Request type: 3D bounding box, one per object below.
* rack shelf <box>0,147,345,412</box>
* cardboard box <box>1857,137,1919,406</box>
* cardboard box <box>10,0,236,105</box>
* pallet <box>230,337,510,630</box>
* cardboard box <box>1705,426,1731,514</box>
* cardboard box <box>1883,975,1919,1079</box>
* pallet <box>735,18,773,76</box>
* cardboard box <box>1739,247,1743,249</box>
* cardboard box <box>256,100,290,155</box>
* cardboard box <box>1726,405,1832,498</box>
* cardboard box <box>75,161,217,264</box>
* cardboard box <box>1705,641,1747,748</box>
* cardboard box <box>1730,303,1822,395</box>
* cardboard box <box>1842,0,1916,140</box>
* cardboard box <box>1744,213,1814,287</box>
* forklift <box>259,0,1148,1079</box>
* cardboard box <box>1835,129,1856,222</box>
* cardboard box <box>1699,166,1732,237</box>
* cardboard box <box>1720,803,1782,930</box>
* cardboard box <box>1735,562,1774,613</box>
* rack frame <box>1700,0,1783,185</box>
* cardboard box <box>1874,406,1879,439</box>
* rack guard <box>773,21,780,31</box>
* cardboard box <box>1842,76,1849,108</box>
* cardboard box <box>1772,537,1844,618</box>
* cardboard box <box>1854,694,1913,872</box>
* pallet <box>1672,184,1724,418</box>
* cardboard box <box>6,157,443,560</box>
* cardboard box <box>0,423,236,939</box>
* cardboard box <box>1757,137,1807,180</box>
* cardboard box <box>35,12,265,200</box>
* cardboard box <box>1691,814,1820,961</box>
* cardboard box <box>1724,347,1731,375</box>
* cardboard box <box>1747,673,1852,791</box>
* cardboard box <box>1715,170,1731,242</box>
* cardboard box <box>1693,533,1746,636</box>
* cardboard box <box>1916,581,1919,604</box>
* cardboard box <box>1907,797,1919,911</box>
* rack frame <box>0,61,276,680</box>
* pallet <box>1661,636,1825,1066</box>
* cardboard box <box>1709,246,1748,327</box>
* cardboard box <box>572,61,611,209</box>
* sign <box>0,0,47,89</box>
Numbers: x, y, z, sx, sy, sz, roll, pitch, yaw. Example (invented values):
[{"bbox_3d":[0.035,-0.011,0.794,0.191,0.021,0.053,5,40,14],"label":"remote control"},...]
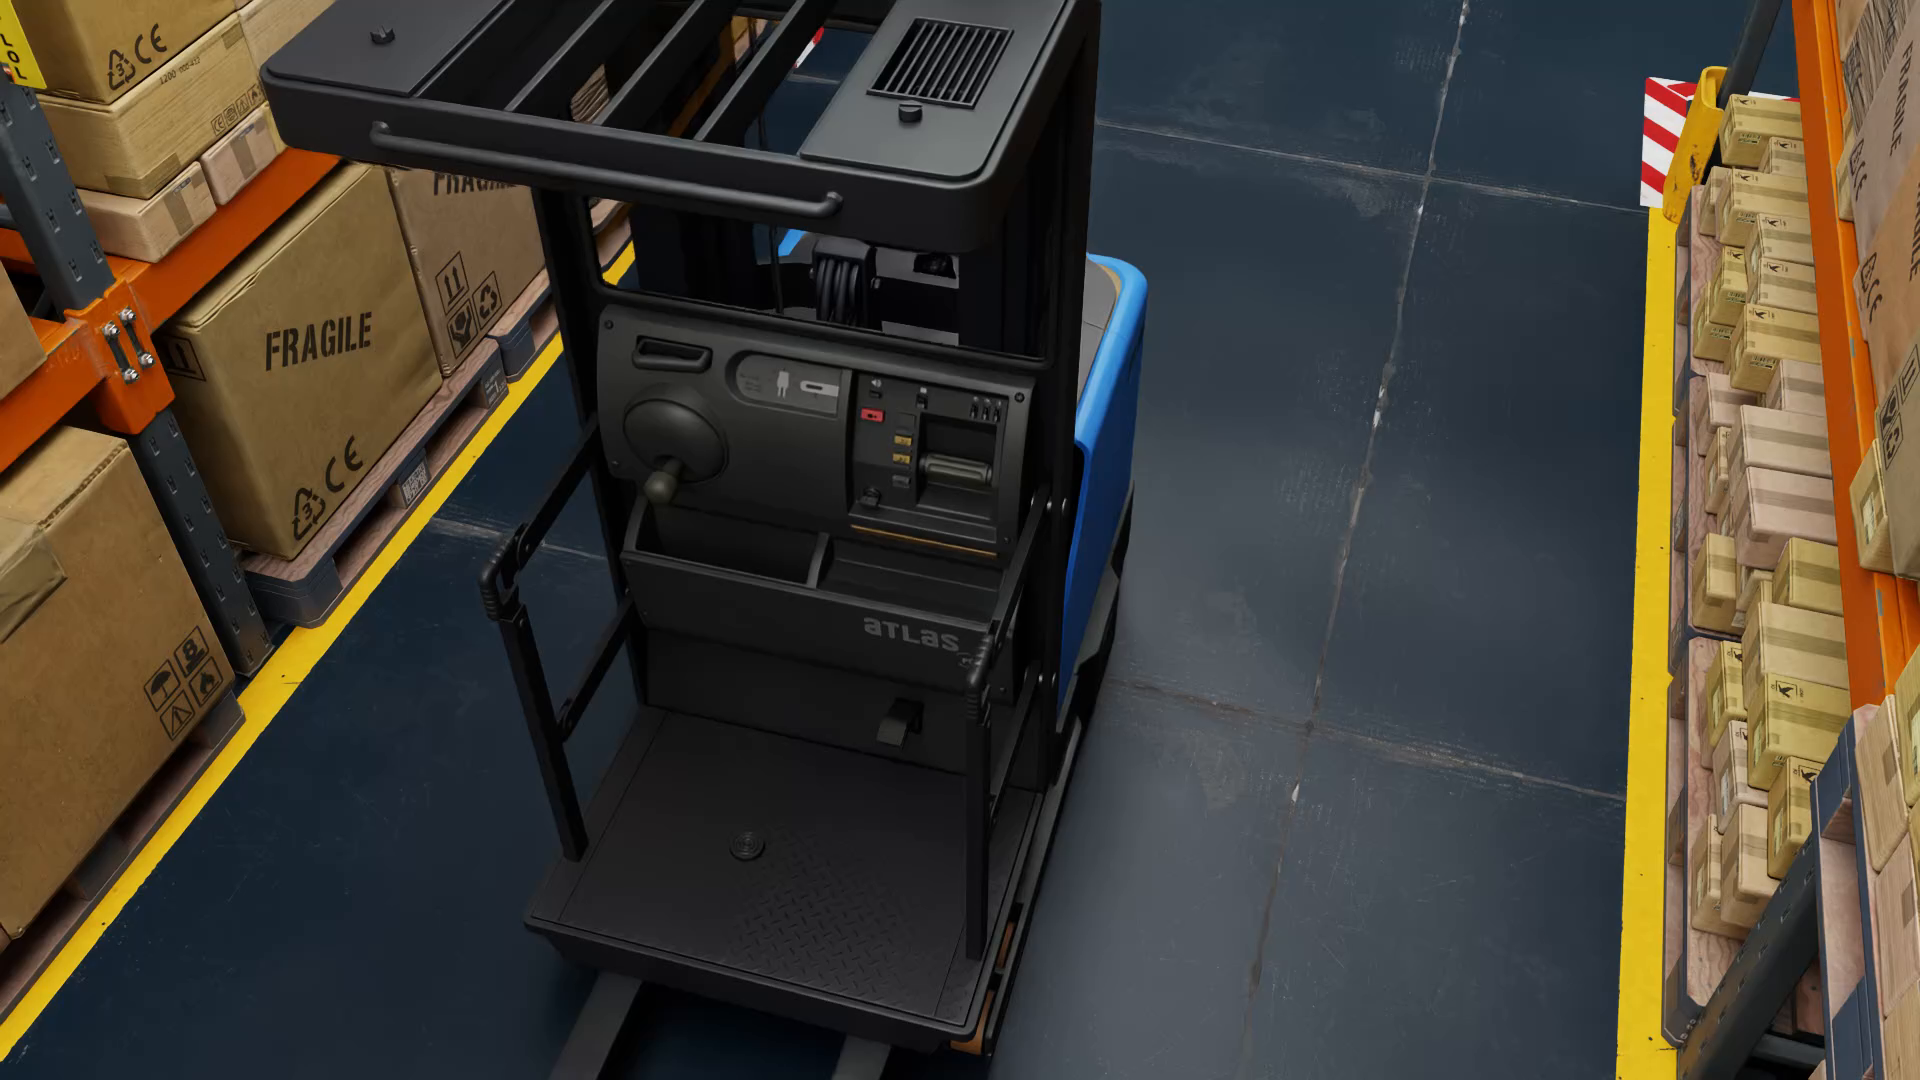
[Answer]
[{"bbox_3d":[-1.912,-1.889,5.550,1.077,0.370,4.000,13,46,13],"label":"rack shelf"},{"bbox_3d":[2.214,-0.565,3.399,0.500,0.500,0.500,11,46,11],"label":"cardboard box"},{"bbox_3d":[-2.129,-1.399,3.893,0.500,0.500,0.500,13,46,13],"label":"cardboard box"},{"bbox_3d":[-2.213,-0.307,5.412,1.003,0.211,1.213,13,46,13],"label":"pallet"},{"bbox_3d":[2.471,-0.177,5.024,0.380,0.149,0.250,13,46,13],"label":"cardboard box"},{"bbox_3d":[1.463,0.762,2.206,0.380,0.149,0.250,13,46,13],"label":"cardboard box"},{"bbox_3d":[-1.474,-1.933,7.074,1.003,0.211,1.213,13,46,13],"label":"pallet"},{"bbox_3d":[2.856,-0.852,5.714,0.380,0.149,0.250,13,46,13],"label":"cardboard box"},{"bbox_3d":[-1.953,-1.201,4.512,0.380,0.149,0.250,14,46,14],"label":"cardboard box"},{"bbox_3d":[2.363,-0.216,4.639,0.380,0.149,0.250,11,45,11],"label":"cardboard box"},{"bbox_3d":[-2.111,-0.850,4.153,0.380,0.149,0.250,13,46,13],"label":"cardboard box"},{"bbox_3d":[2.105,0.425,4.197,0.380,0.149,0.250,11,45,11],"label":"cardboard box"},{"bbox_3d":[2.528,-0.546,4.976,0.380,0.149,0.250,13,46,13],"label":"cardboard box"},{"bbox_3d":[2.544,-1.236,4.084,0.500,0.500,0.500,11,46,11],"label":"cardboard box"},{"bbox_3d":[2.744,-0.895,5.332,0.380,0.149,0.250,10,45,11],"label":"cardboard box"},{"bbox_3d":[-0.368,-0.130,3.287,1.130,2.935,3.031,11,45,11],"label":"forklift"},{"bbox_3d":[2.447,-0.903,4.207,0.380,0.149,0.250,13,46,13],"label":"cardboard box"},{"bbox_3d":[2.926,-1.211,6.081,0.380,0.149,0.250,13,46,13],"label":"cardboard box"},{"bbox_3d":[1.971,0.790,3.823,0.380,0.149,0.250,13,46,13],"label":"cardboard box"},{"bbox_3d":[2.333,0.105,4.524,0.380,0.149,0.250,14,46,13],"label":"cardboard box"},{"bbox_3d":[3.390,-2.361,5.518,1.000,3.000,0.127,13,46,13],"label":"rack frame"},{"bbox_3d":[2.154,-0.205,3.495,0.380,0.149,0.250,14,46,14],"label":"cardboard box"},{"bbox_3d":[-1.299,-2.602,7.551,1.175,0.500,0.348,13,46,13],"label":"rack guard"},{"bbox_3d":[2.654,-1.243,4.555,0.380,0.149,0.250,12,46,12],"label":"cardboard box"},{"bbox_3d":[2.299,0.166,4.248,0.380,0.149,0.250,14,46,14],"label":"cardboard box"},{"bbox_3d":[1.621,0.410,2.566,0.380,0.149,0.250,11,45,11],"label":"cardboard box"},{"bbox_3d":[3.087,-0.780,5.896,1.003,0.211,1.213,13,46,13],"label":"pallet"},{"bbox_3d":[-2.242,-0.627,4.965,0.875,0.875,0.875,13,46,13],"label":"cardboard box"},{"bbox_3d":[-2.693,0.227,4.092,1.225,0.875,0.875,13,46,13],"label":"cardboard box"},{"bbox_3d":[2.939,-1.218,5.663,0.380,0.149,0.250,13,46,13],"label":"cardboard box"},{"bbox_3d":[-2.126,-1.123,4.148,0.500,0.250,0.500,12,46,12],"label":"cardboard box"},{"bbox_3d":[1.973,0.840,3.985,0.380,0.149,0.250,13,46,13],"label":"cardboard box"},{"bbox_3d":[2.688,-0.515,5.369,0.380,0.149,0.250,13,46,13],"label":"cardboard box"},{"bbox_3d":[2.078,0.490,3.917,0.380,0.149,0.250,13,46,13],"label":"cardboard box"},{"bbox_3d":[2.850,-1.133,5.789,0.380,0.149,0.250,12,46,12],"label":"cardboard box"},{"bbox_3d":[2.286,0.150,4.690,0.380,0.149,0.250,12,46,12],"label":"cardboard box"},{"bbox_3d":[2.042,0.155,3.127,0.380,0.149,0.250,12,46,12],"label":"cardboard box"},{"bbox_3d":[1.544,0.477,2.285,0.380,0.149,0.250,12,46,12],"label":"cardboard box"},{"bbox_3d":[-2.518,-0.813,3.936,1.000,3.000,0.127,13,46,13],"label":"rack frame"},{"bbox_3d":[2.348,0.847,4.234,1.003,0.211,1.213,13,46,13],"label":"pallet"},{"bbox_3d":[2.679,-0.803,5.452,0.380,0.149,0.250,14,46,14],"label":"cardboard box"},{"bbox_3d":[-1.700,-1.820,6.184,0.875,0.875,0.875,13,46,13],"label":"cardboard box"},{"bbox_3d":[-1.998,-1.090,3.448,0.100,0.325,0.005,13,46,13],"label":"sign"}]
